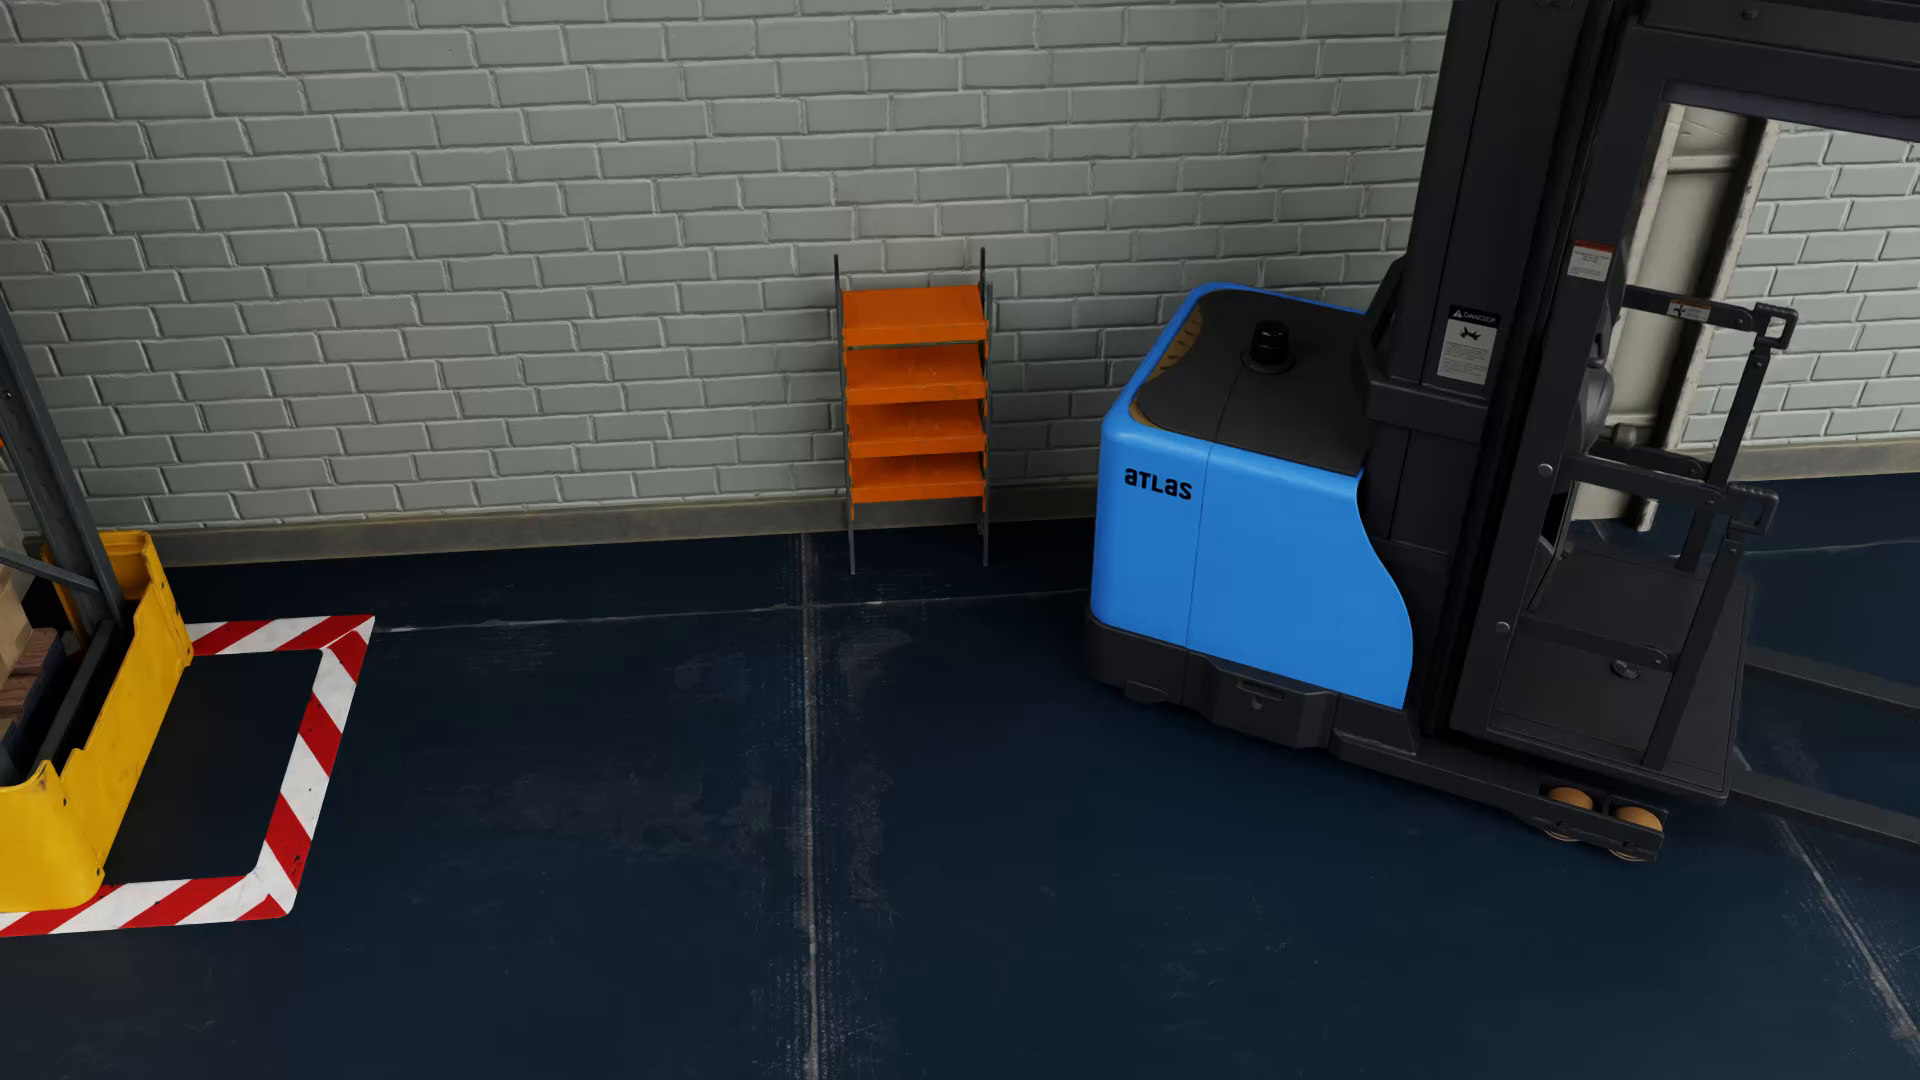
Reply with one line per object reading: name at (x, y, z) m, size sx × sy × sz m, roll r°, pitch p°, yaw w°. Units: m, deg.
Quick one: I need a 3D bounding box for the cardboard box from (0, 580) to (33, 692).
cardboard box at (-3.305, 0.371, 5.239) m, size 0.500 × 0.250 × 0.500 m, roll -3°, pitch 38°, yaw -4°

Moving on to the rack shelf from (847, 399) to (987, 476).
rack shelf at (-0.158, -0.372, 5.855) m, size 0.480 × 0.148 × 0.258 m, roll -3°, pitch 40°, yaw -4°

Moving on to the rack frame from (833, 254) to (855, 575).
rack frame at (-0.401, -0.409, 5.793) m, size 0.015 × 1.200 × 0.240 m, roll -3°, pitch 40°, yaw -4°

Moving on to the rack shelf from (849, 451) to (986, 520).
rack shelf at (-0.159, -0.220, 5.982) m, size 0.480 × 0.148 × 0.258 m, roll -3°, pitch 40°, yaw -4°

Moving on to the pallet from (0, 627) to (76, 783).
pallet at (-3.556, 0.713, 5.176) m, size 1.213 × 0.211 × 1.003 m, roll -3°, pitch 38°, yaw -4°

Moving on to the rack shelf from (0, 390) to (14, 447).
rack shelf at (-4.791, -0.058, 4.482) m, size 4.000 × 0.370 × 1.077 m, roll -3°, pitch 38°, yaw -4°

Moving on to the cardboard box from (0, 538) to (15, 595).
cardboard box at (-3.285, 0.166, 5.095) m, size 0.500 × 0.250 × 0.500 m, roll -2°, pitch 38°, yaw -3°

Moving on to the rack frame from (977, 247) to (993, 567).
rack frame at (0.085, -0.438, 5.830) m, size 0.015 × 1.200 × 0.240 m, roll -3°, pitch 40°, yaw -4°

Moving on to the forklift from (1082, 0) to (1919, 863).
forklift at (1.975, -0.558, 4.591) m, size 3.031 × 2.935 × 1.130 m, roll 16°, pitch 41°, yaw 19°

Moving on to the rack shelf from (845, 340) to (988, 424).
rack shelf at (-0.158, -0.543, 5.711) m, size 0.480 × 0.148 × 0.258 m, roll -3°, pitch 40°, yaw -4°

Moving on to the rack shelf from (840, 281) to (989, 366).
rack shelf at (-0.157, -0.725, 5.559) m, size 0.480 × 0.148 × 0.258 m, roll -3°, pitch 40°, yaw -4°

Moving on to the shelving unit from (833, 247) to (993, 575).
shelving unit at (-0.158, -0.423, 5.812) m, size 0.503 × 1.200 × 0.258 m, roll -3°, pitch 40°, yaw -4°

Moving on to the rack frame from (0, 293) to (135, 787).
rack frame at (-2.798, -0.450, 4.399) m, size 0.127 × 3.000 × 1.000 m, roll -3°, pitch 38°, yaw -4°

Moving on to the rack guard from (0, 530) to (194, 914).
rack guard at (-2.774, 0.530, 5.175) m, size 0.348 × 0.500 × 1.175 m, roll -3°, pitch 38°, yaw -4°

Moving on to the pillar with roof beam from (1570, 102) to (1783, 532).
pillar with roof beam at (2.786, -0.996, 0.248) m, size 0.400 × 9.000 × 9.100 m, roll -3°, pitch 38°, yaw -4°
